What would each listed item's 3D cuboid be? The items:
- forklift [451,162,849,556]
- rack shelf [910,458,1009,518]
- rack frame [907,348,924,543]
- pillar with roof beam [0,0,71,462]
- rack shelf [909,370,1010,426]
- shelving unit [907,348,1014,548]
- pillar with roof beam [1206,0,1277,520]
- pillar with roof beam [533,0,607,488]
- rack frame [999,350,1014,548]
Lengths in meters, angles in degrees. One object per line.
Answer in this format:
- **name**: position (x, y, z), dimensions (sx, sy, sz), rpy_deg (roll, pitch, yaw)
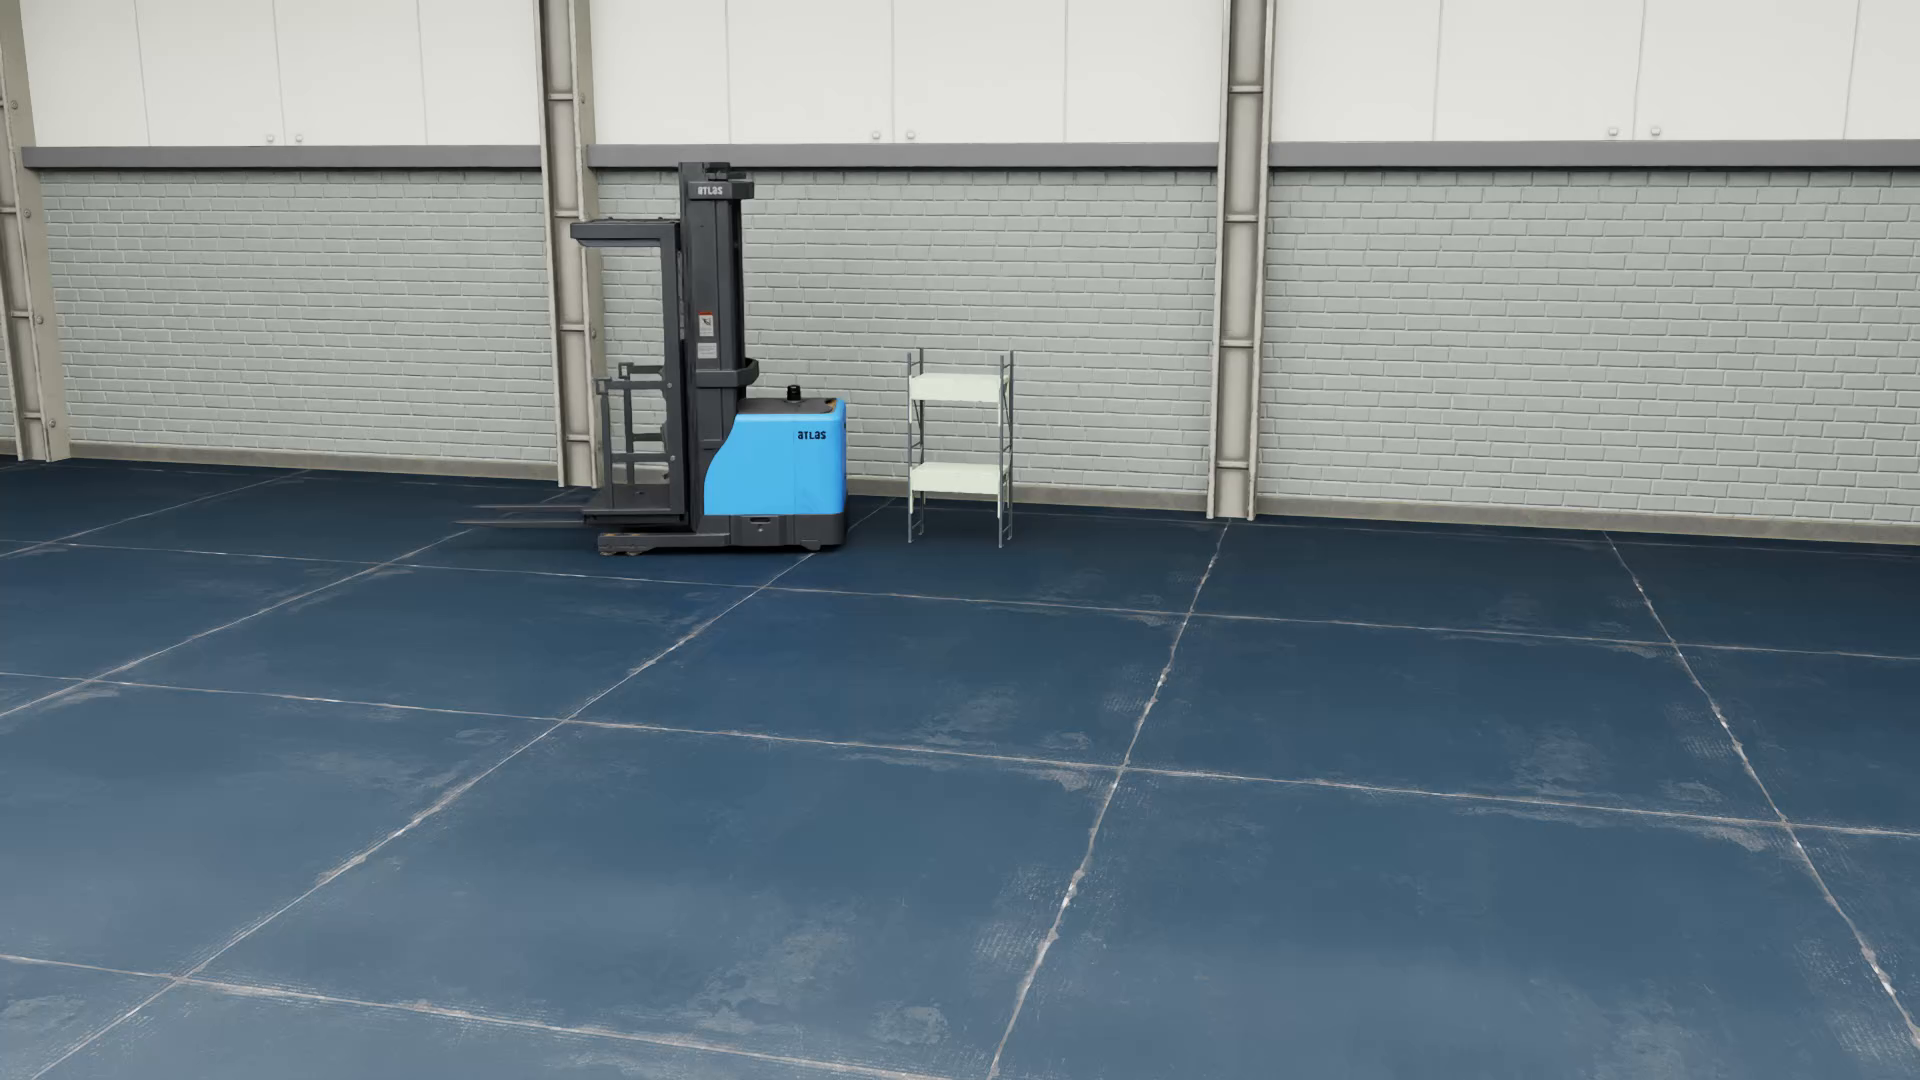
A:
- **forklift**: position (-2.414, -1.428, 12.903), dimensions (3.031, 2.935, 1.130), rpy_deg (0, 13, -2)
- **rack shelf**: position (0.006, -0.414, 13.140), dimensions (0.720, 0.370, 0.431), rpy_deg (3, 13, 14)
- **rack frame**: position (-0.349, -0.751, 13.155), dimensions (0.023, 1.500, 0.400), rpy_deg (3, 13, 14)
- **pillar with roof beam**: position (-10.367, -4.318, 11.922), dimensions (0.400, 9.000, 9.100), rpy_deg (3, 13, 14)
- **rack shelf**: position (0.006, -1.113, 12.985), dimensions (0.720, 0.370, 0.431), rpy_deg (3, 13, 14)
- **shelving unit**: position (0.006, -0.732, 13.070), dimensions (0.755, 1.500, 0.431), rpy_deg (3, 13, 14)
- **pillar with roof beam**: position (1.283, -3.696, 9.116), dimensions (0.400, 9.000, 9.100), rpy_deg (3, 13, 14)
- **pillar with roof beam**: position (-4.542, -4.007, 10.519), dimensions (0.400, 9.000, 9.100), rpy_deg (3, 13, 14)
- **rack frame**: position (0.362, -0.713, 12.984), dimensions (0.023, 1.500, 0.400), rpy_deg (3, 13, 14)
